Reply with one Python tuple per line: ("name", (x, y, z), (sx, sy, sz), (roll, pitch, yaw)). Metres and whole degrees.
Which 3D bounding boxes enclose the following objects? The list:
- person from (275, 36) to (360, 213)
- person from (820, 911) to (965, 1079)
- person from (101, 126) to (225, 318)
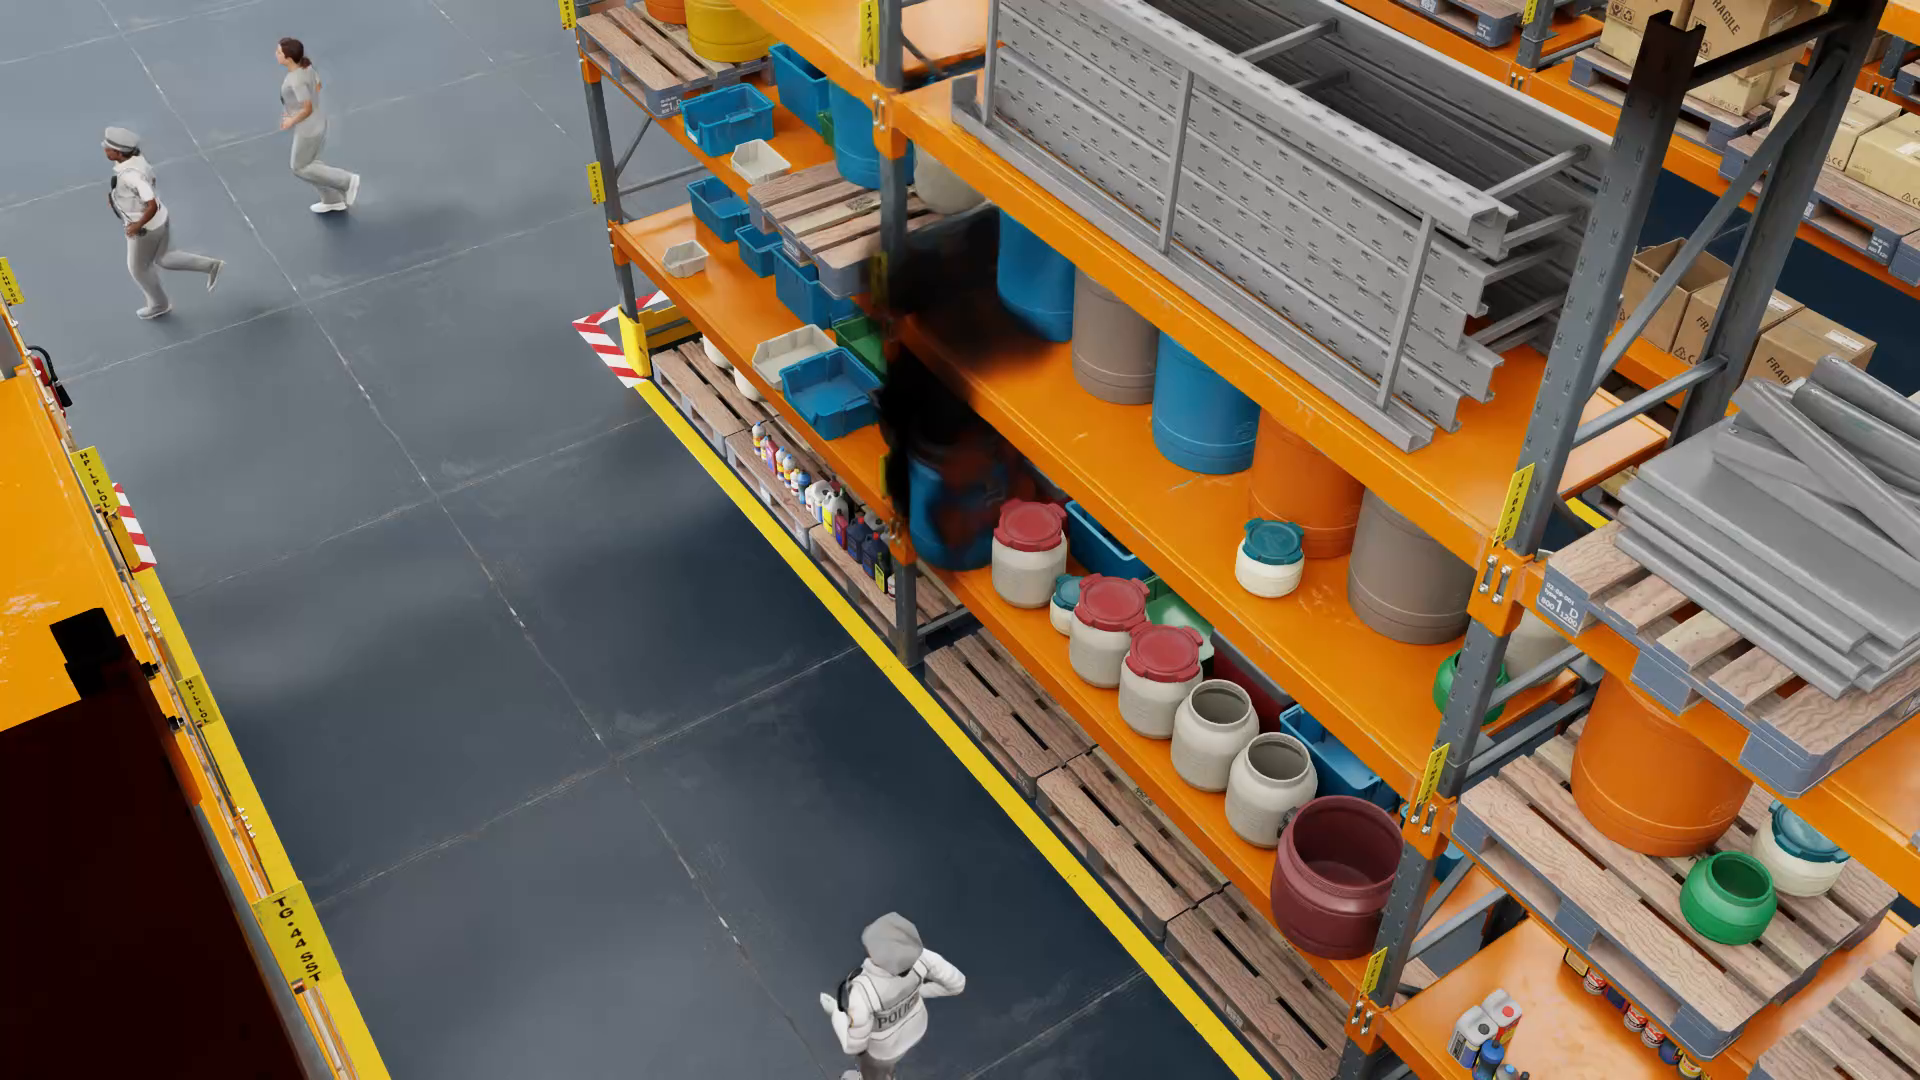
("person", (-5.614, -3.605, 14.475), (0.558, 1.624, 0.548), (-4, 43, -5))
("person", (-0.325, 2.259, 7.670), (0.618, 1.699, 0.721), (-33, 52, -31))
("person", (-6.444, -2.534, 13.301), (0.791, 1.692, 0.555), (-8, 43, -9))
